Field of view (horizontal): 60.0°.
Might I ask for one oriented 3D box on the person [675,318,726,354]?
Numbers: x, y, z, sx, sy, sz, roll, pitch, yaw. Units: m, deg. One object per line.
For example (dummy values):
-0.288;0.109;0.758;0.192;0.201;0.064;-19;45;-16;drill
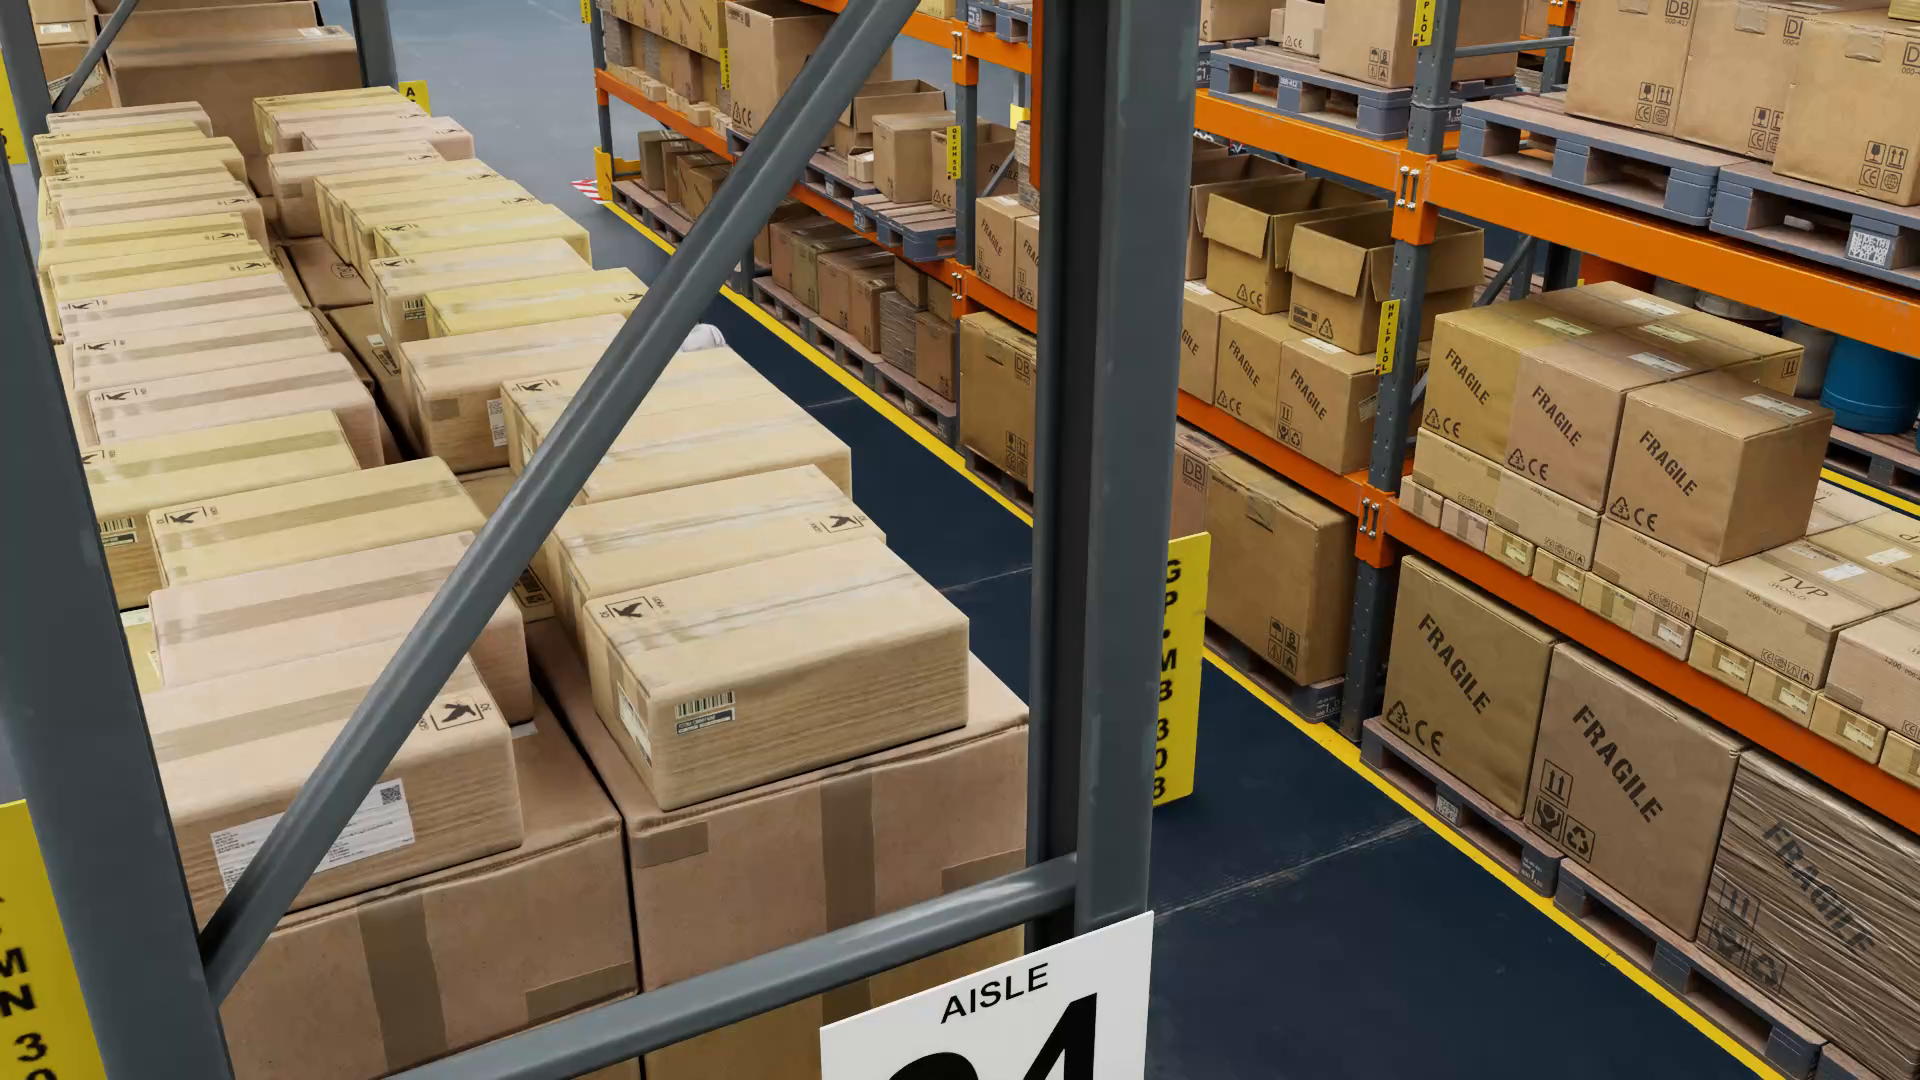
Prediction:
-1.502;-0.615;9.437;0.501;1.736;0.529;22;33;38;person
